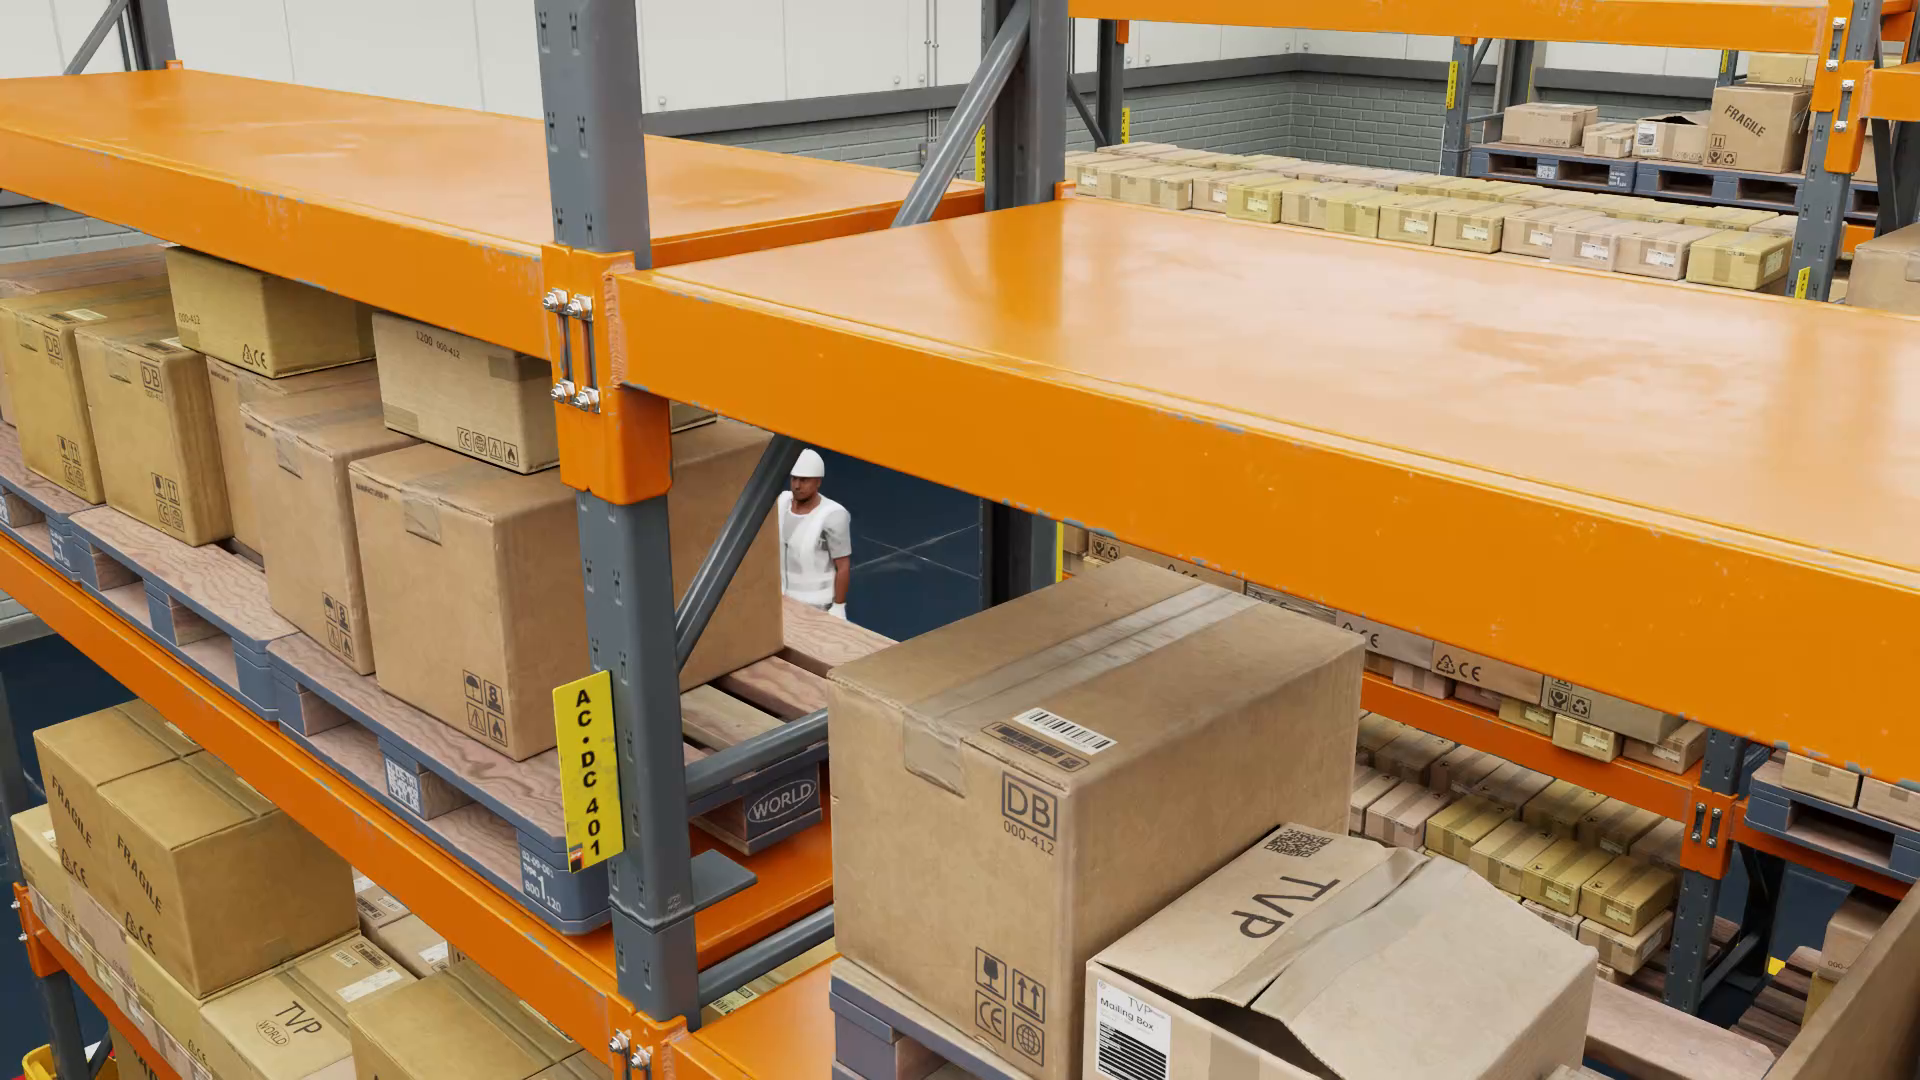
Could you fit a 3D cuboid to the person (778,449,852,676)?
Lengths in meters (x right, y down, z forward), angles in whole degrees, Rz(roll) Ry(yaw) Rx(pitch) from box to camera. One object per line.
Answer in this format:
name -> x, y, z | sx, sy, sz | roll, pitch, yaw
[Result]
person -> -0.922, 0.340, 9.558 | 0.609, 1.771, 0.467 | 15, 25, 34
